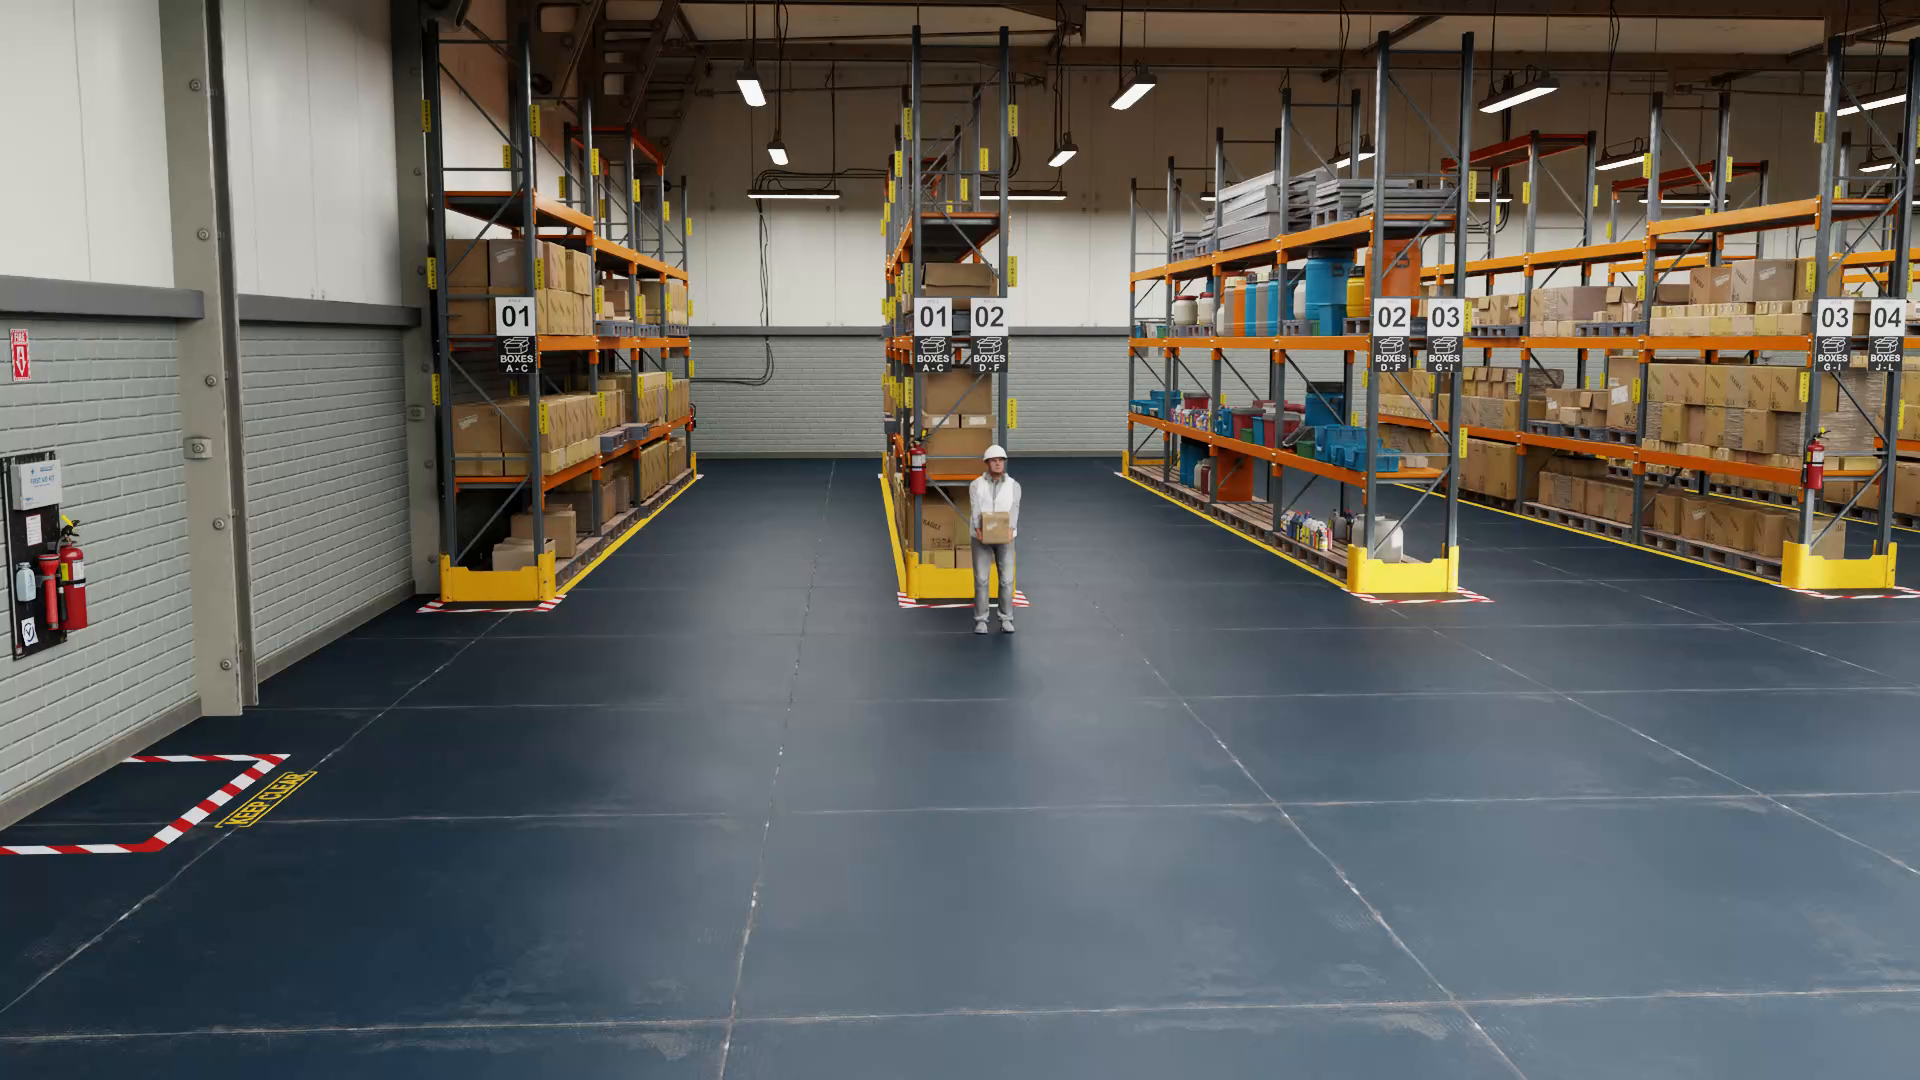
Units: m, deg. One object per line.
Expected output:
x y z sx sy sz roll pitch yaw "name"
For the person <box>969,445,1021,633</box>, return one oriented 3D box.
0.338 -0.004 15.700 0.494 1.762 0.550 0 7 -3 "person"
